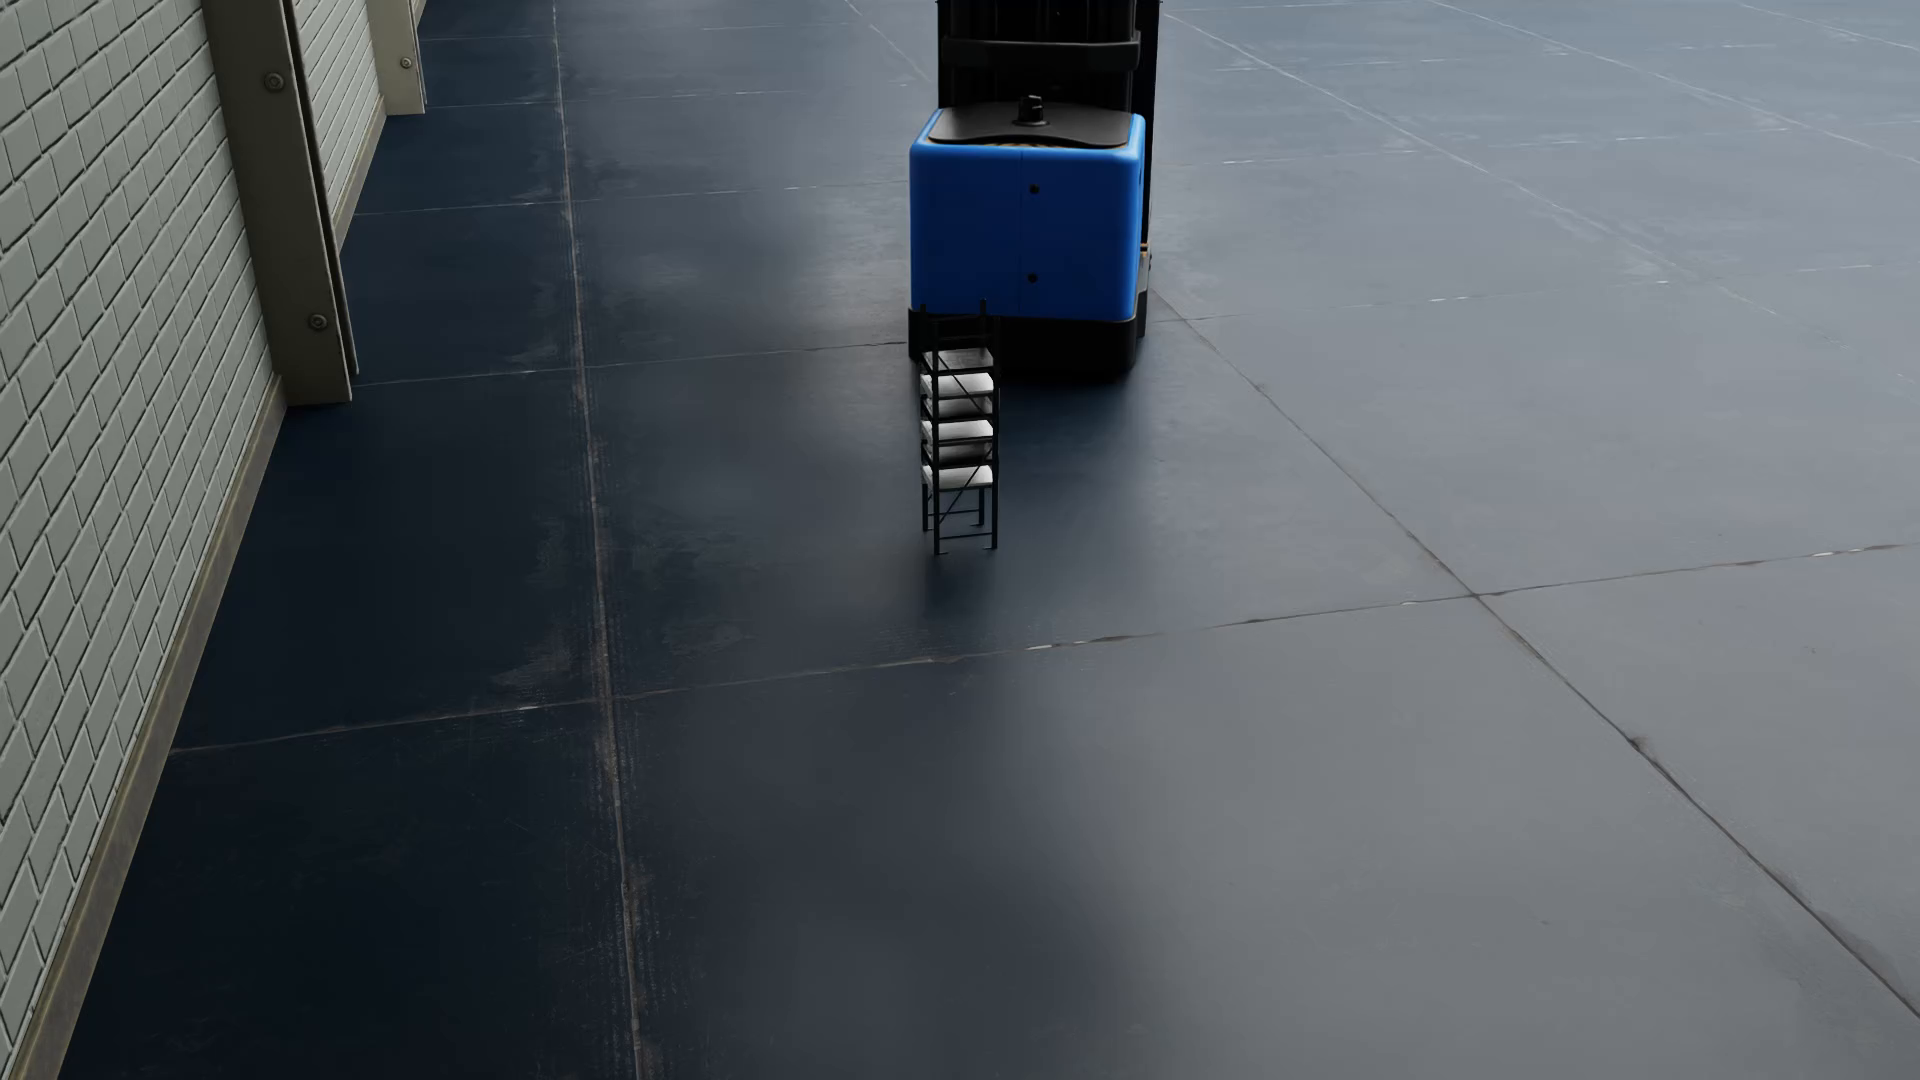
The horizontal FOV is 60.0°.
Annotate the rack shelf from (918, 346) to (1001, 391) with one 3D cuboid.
[{"bbox_3d":[-0.002,-0.617,5.948,0.258,0.077,0.200,-6,27,-12],"label":"rack shelf"}]

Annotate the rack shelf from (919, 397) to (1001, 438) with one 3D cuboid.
[{"bbox_3d":[-0.002,-0.456,6.029,0.258,0.077,0.200,-6,27,-12],"label":"rack shelf"}]

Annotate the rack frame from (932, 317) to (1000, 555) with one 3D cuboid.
[{"bbox_3d":[0.021,-0.361,5.966,0.240,0.900,0.006,-6,27,-12],"label":"rack frame"}]

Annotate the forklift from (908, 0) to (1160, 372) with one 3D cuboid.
[{"bbox_3d":[0.466,-2.715,8.376,1.130,2.935,3.031,3,27,7],"label":"forklift"}]

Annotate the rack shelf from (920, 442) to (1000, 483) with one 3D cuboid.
[{"bbox_3d":[-0.002,-0.295,6.110,0.258,0.077,0.200,-6,27,-12],"label":"rack shelf"}]

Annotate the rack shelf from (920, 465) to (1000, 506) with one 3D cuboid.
[{"bbox_3d":[-0.002,-0.215,6.150,0.258,0.077,0.200,-6,27,-12],"label":"rack shelf"}]

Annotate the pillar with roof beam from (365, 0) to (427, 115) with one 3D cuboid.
[{"bbox_3d":[-0.096,-7.785,11.688,9.100,9.000,0.400,-6,27,-12],"label":"pillar with roof beam"}]

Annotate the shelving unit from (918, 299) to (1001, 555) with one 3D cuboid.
[{"bbox_3d":[-0.002,-0.405,6.054,0.258,0.900,0.210,-6,27,-12],"label":"shelving unit"}]

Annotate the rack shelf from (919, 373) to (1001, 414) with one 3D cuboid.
[{"bbox_3d":[-0.002,-0.536,5.988,0.258,0.077,0.200,-6,27,-12],"label":"rack shelf"}]

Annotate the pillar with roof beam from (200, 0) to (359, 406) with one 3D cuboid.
[{"bbox_3d":[1.256,-5.151,6.469,9.100,9.000,0.400,-6,27,-12],"label":"pillar with roof beam"}]

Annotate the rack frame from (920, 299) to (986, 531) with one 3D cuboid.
[{"bbox_3d":[-0.025,-0.450,6.143,0.240,0.900,0.006,-6,27,-12],"label":"rack frame"}]

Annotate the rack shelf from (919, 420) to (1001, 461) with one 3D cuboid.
[{"bbox_3d":[-0.002,-0.376,6.069,0.258,0.077,0.200,-6,27,-12],"label":"rack shelf"}]
